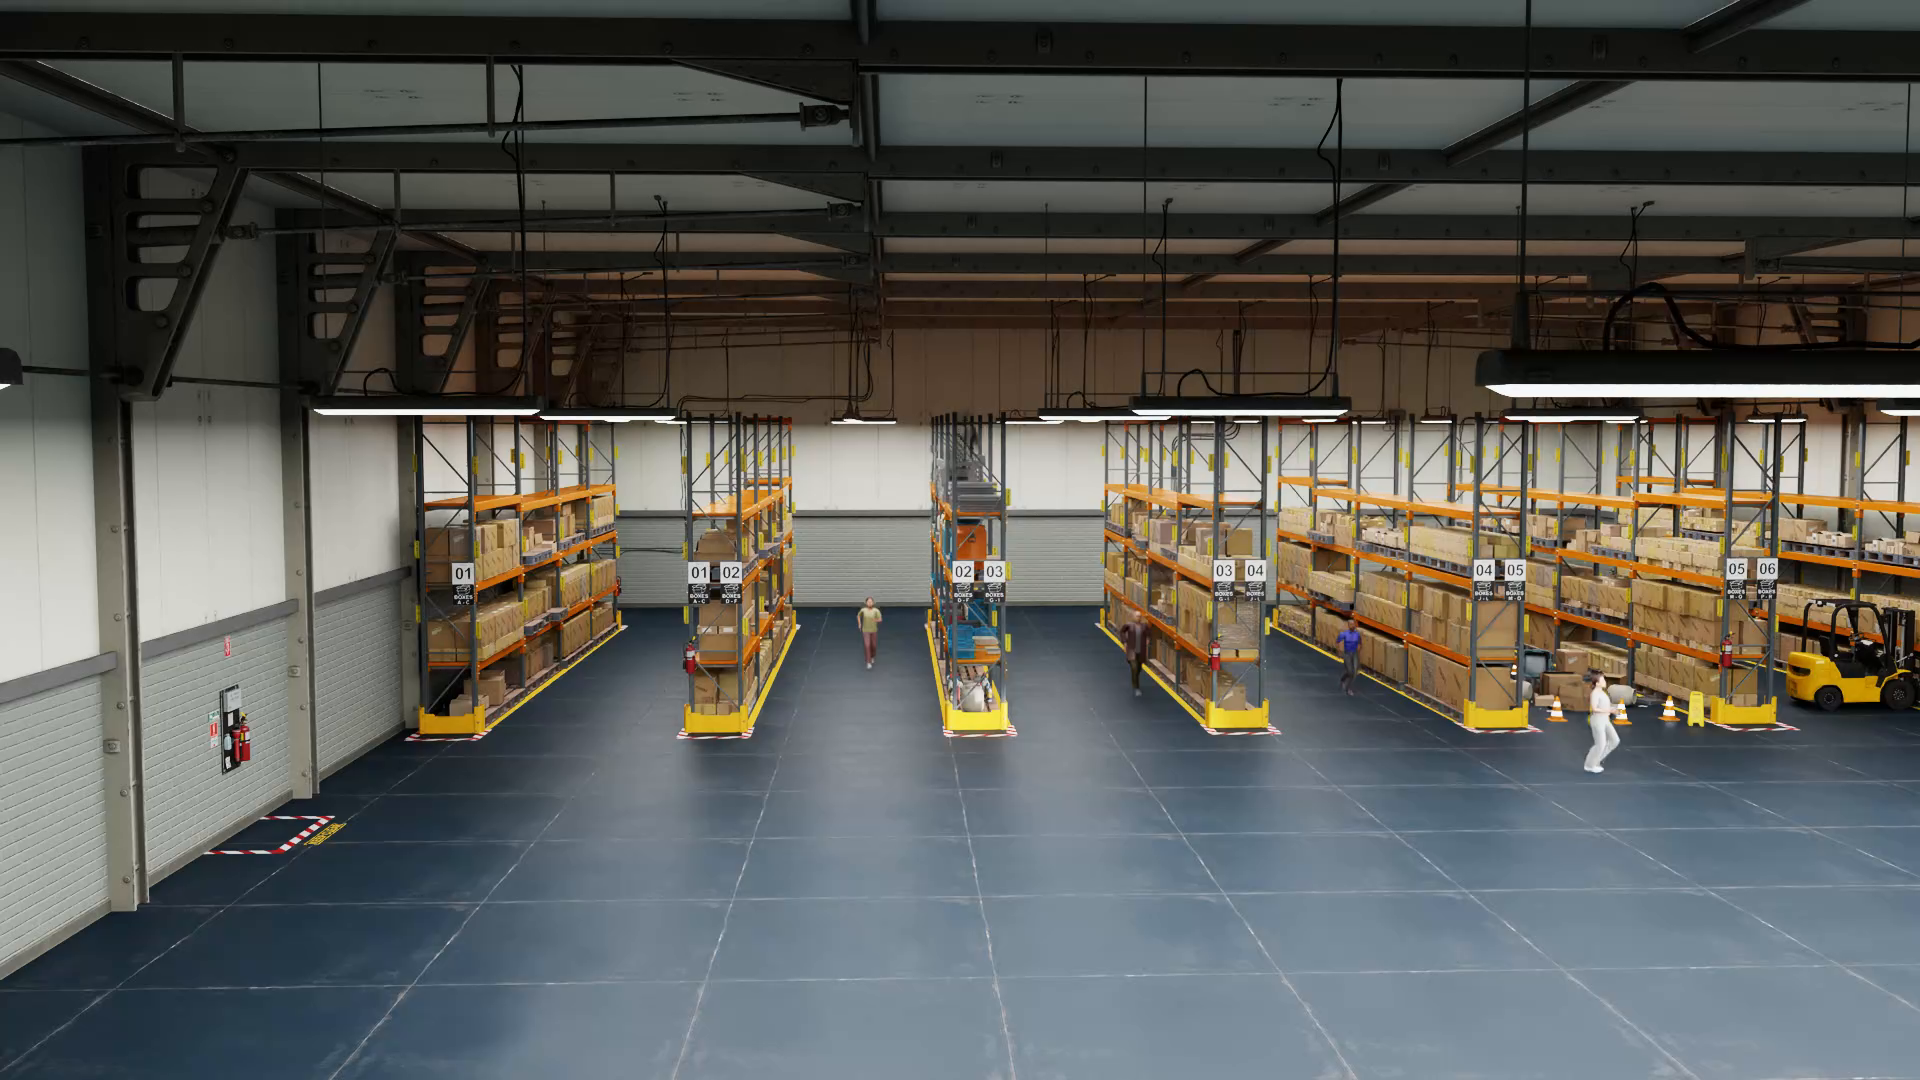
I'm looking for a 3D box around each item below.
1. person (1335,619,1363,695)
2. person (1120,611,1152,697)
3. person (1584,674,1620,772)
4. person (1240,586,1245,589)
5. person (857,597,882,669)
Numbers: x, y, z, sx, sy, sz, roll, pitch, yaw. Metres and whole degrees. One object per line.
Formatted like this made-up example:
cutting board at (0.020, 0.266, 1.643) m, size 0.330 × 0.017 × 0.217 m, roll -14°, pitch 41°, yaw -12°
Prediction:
person at (8.337, 2.505, 35.446) m, size 0.571 × 1.615 × 0.548 m, roll -1°, pitch 4°, yaw -9°
person at (3.786, 2.409, 35.715) m, size 0.662 × 1.782 × 1.050 m, roll -1°, pitch 4°, yaw -8°
person at (10.621, 3.022, 27.454) m, size 0.577 × 1.631 × 0.552 m, roll 3°, pitch 5°, yaw 39°
person at (8.348, 1.565, 48.849) m, size 0.801 × 1.663 × 0.773 m, roll -1°, pitch 4°, yaw -8°
person at (-2.137, 2.177, 39.522) m, size 0.577 × 1.648 × 0.969 m, roll -1°, pitch 4°, yaw -8°
